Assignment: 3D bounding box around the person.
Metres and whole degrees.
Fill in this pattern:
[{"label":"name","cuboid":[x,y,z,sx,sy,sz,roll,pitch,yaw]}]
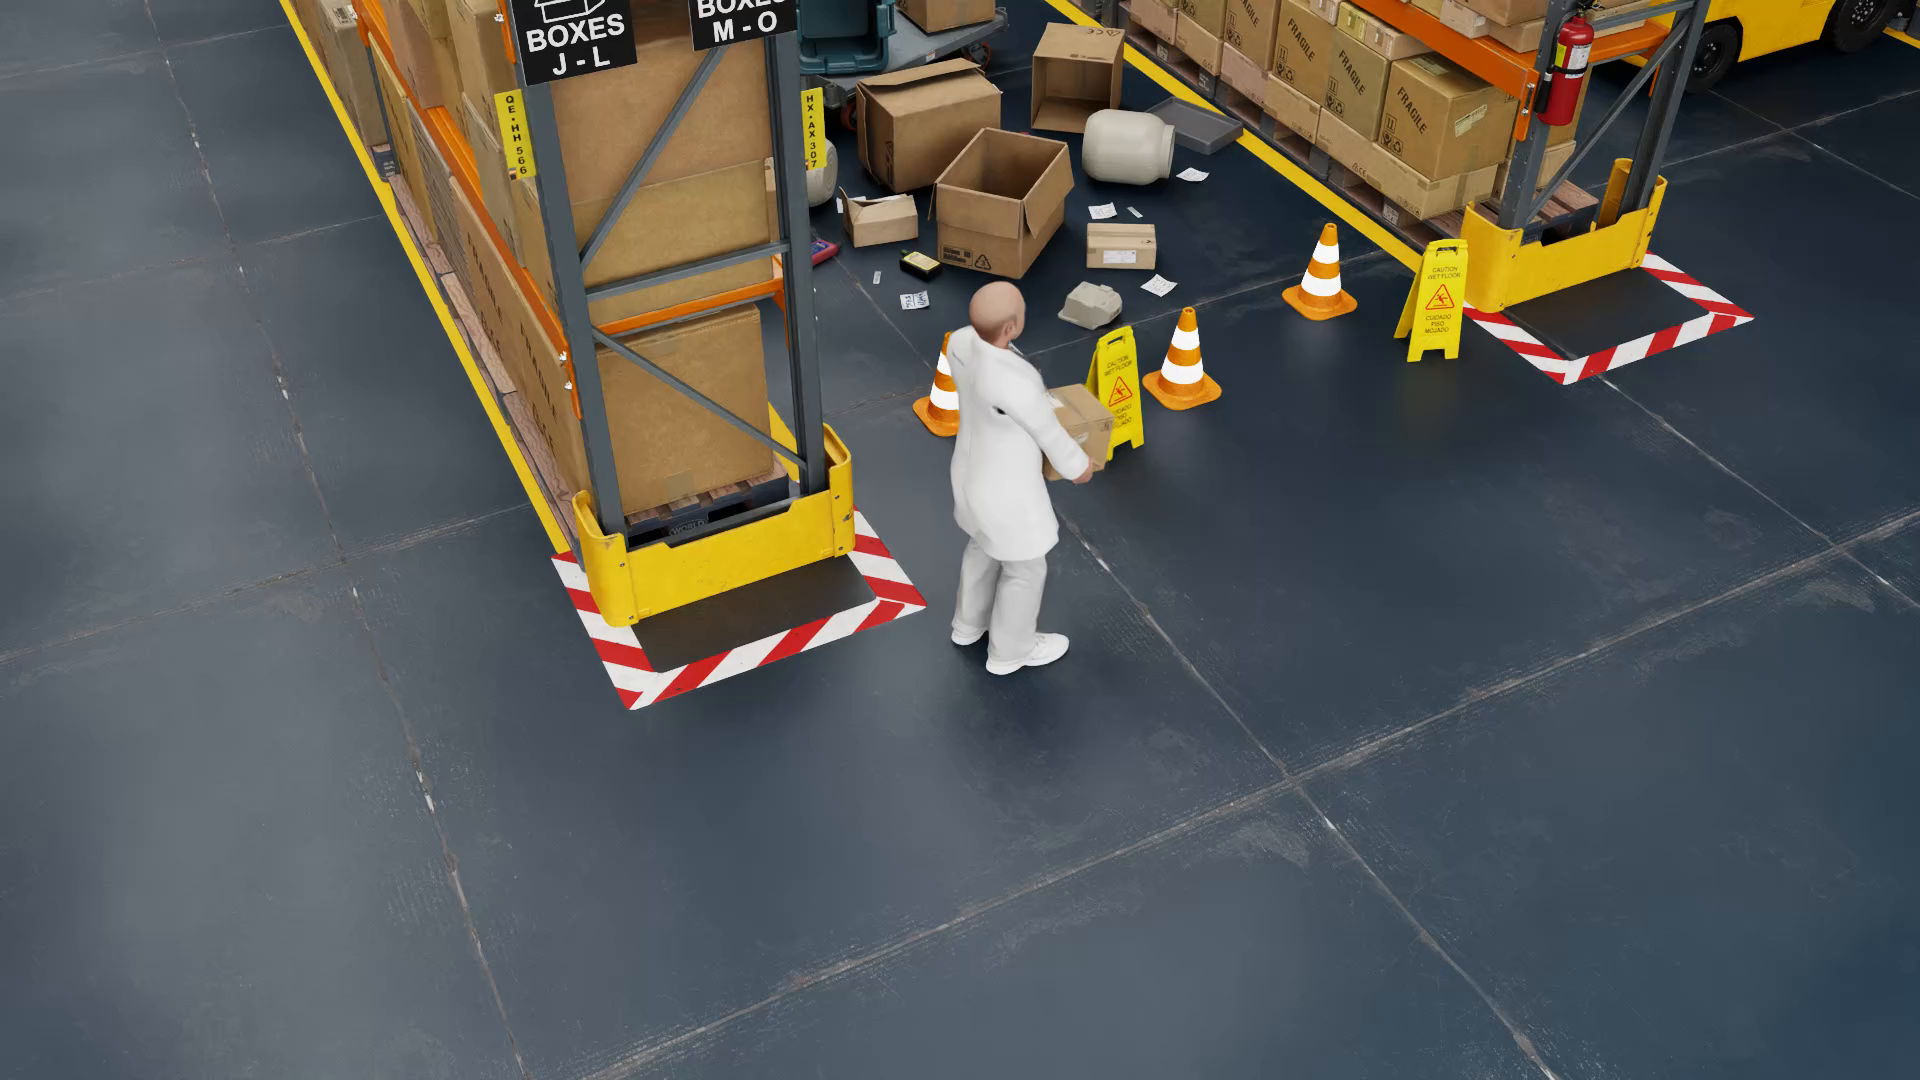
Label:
[{"label":"person","cuboid":[0.243,-0.253,6.466,0.551,1.780,0.523,-20,44,-21]}]
